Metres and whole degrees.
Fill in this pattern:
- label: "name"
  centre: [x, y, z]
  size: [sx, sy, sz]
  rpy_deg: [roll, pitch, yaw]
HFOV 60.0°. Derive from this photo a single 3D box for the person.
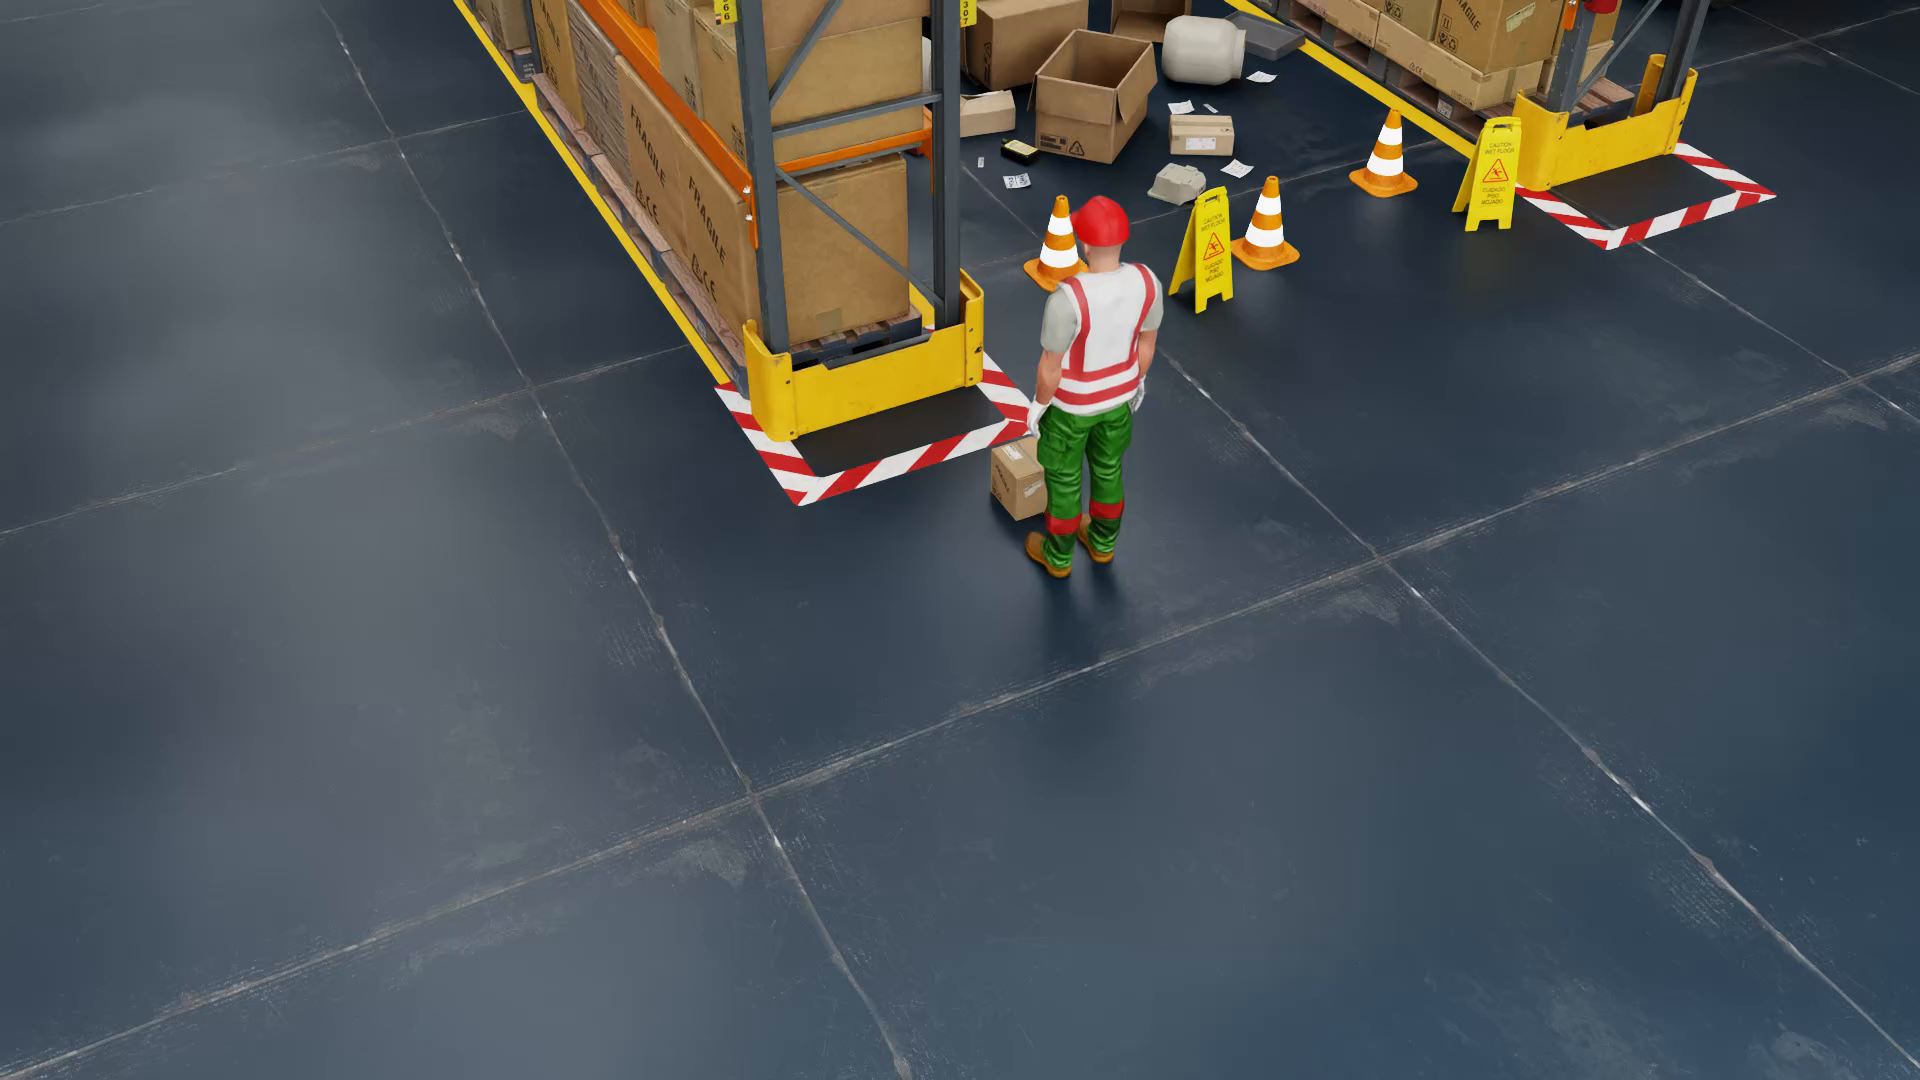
- label: "person"
  centre: [0.514, -0.606, 6.821]
  size: [0.544, 1.792, 0.386]
  rpy_deg: [-18, 44, -20]
